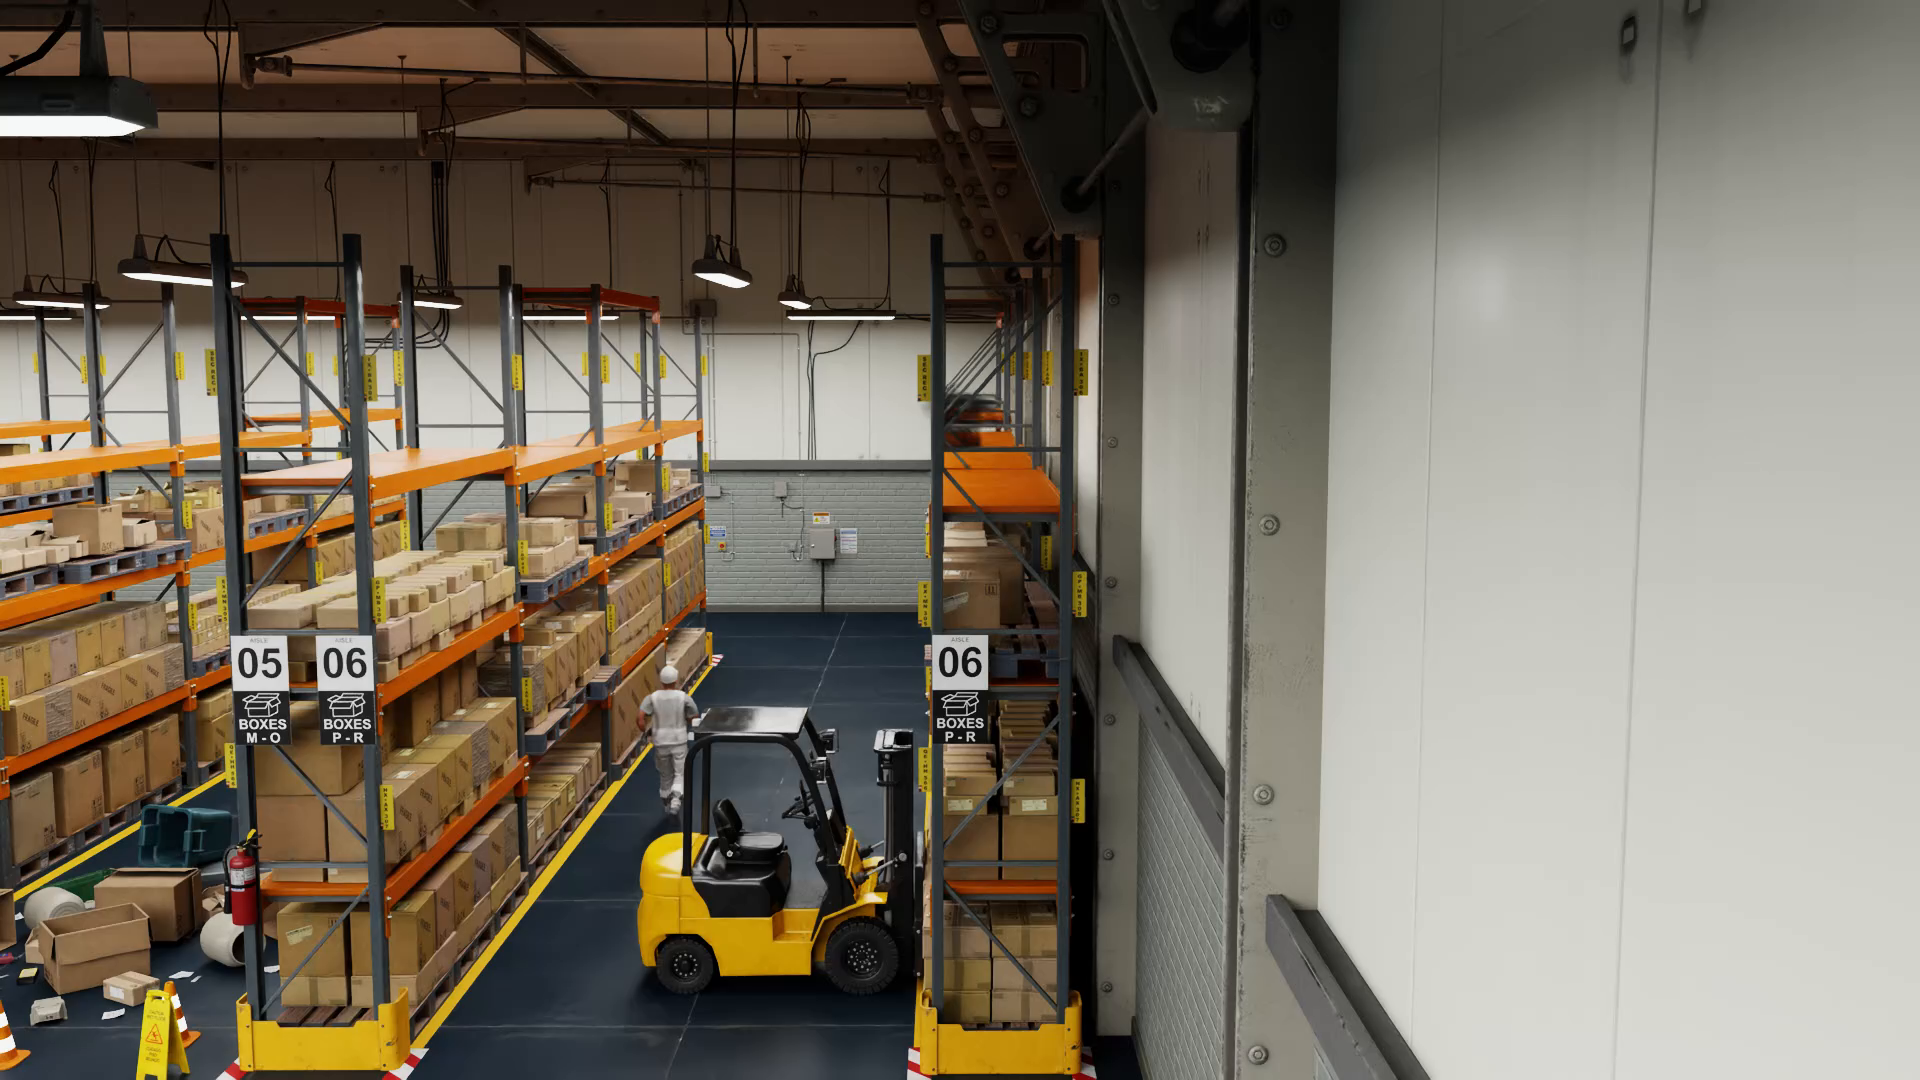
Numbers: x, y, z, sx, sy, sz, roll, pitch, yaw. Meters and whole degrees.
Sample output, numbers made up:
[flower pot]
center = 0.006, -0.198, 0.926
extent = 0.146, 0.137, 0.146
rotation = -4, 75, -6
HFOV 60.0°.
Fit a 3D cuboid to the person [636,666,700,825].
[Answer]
[person]
center = -3.187, 2.243, 18.277
extent = 0.671, 1.764, 0.977
rotation = 0, 6, -2
